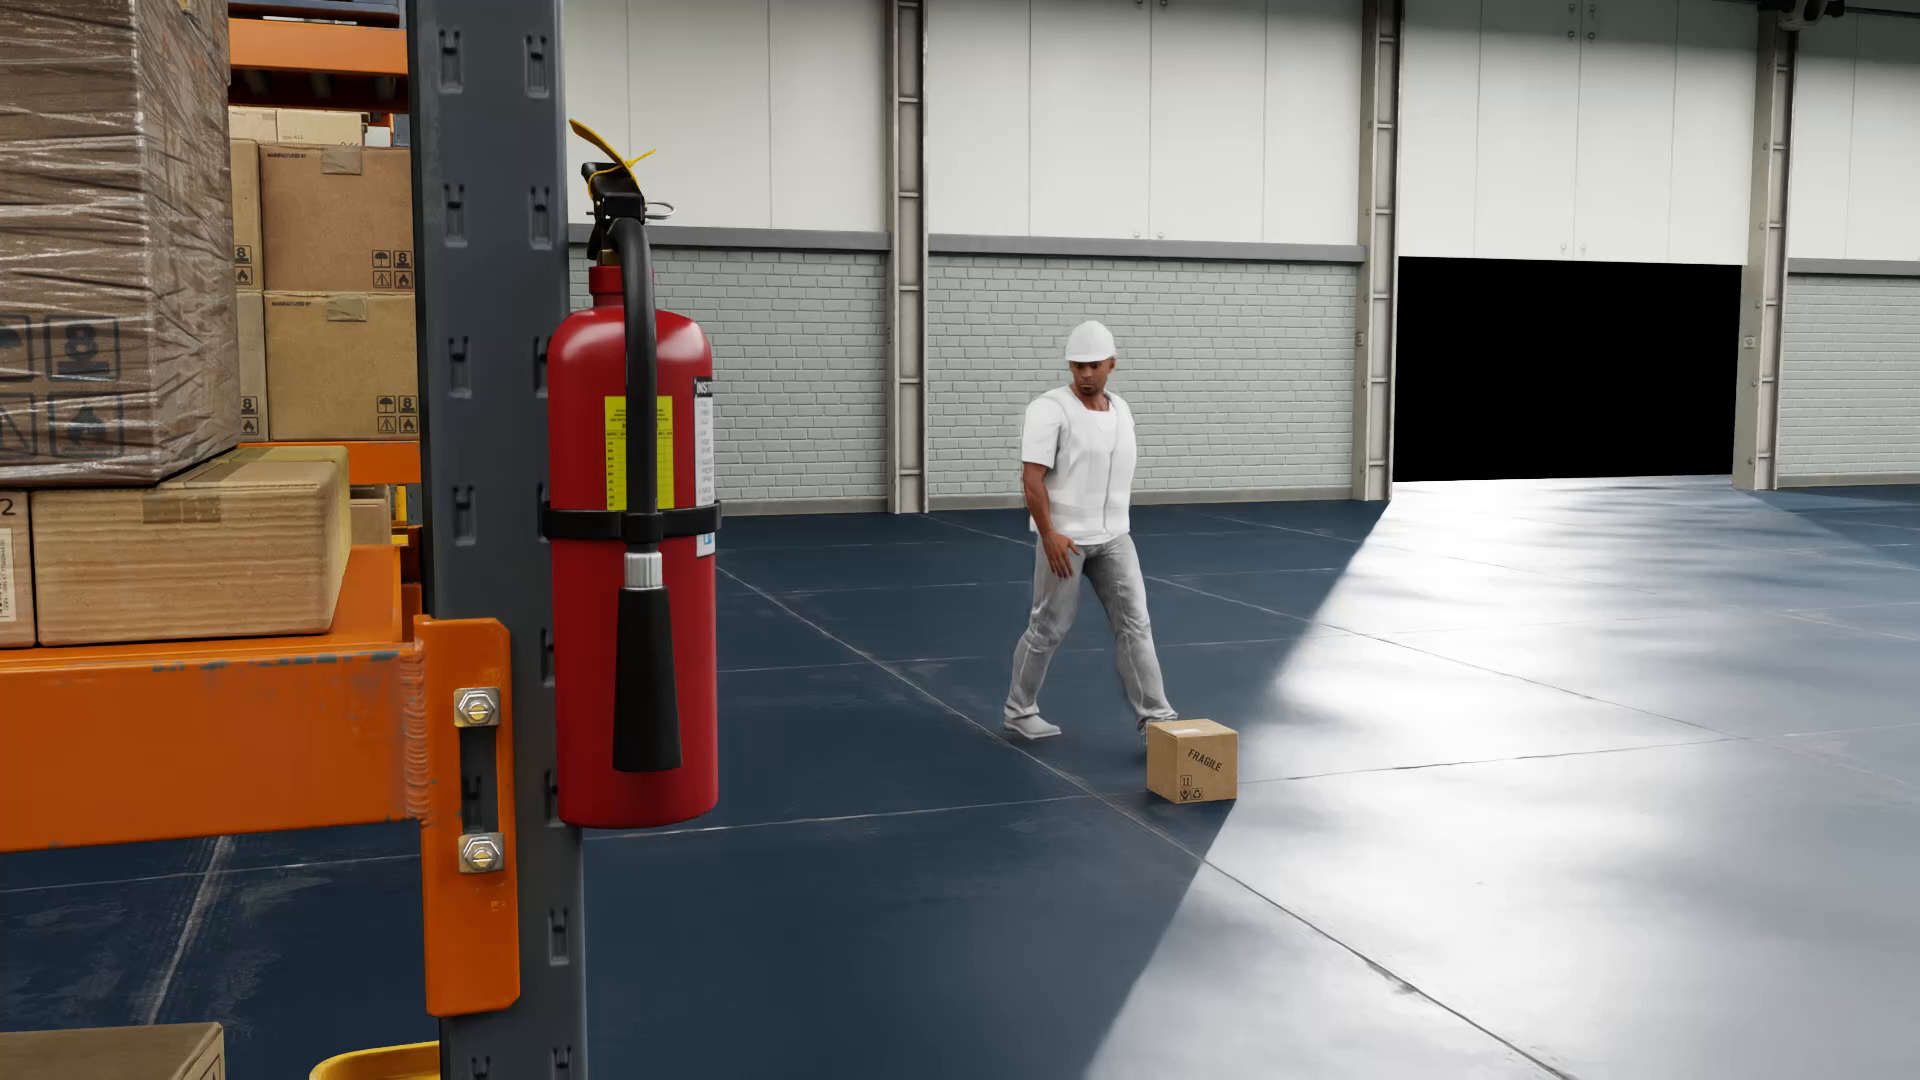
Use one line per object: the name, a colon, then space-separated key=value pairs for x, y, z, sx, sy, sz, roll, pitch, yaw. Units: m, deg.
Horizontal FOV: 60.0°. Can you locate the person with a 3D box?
person: x=0.545 y=-0.014 z=6.734 sx=0.596 sy=1.735 sz=0.890 roll=-4 pitch=7 yaw=-35
